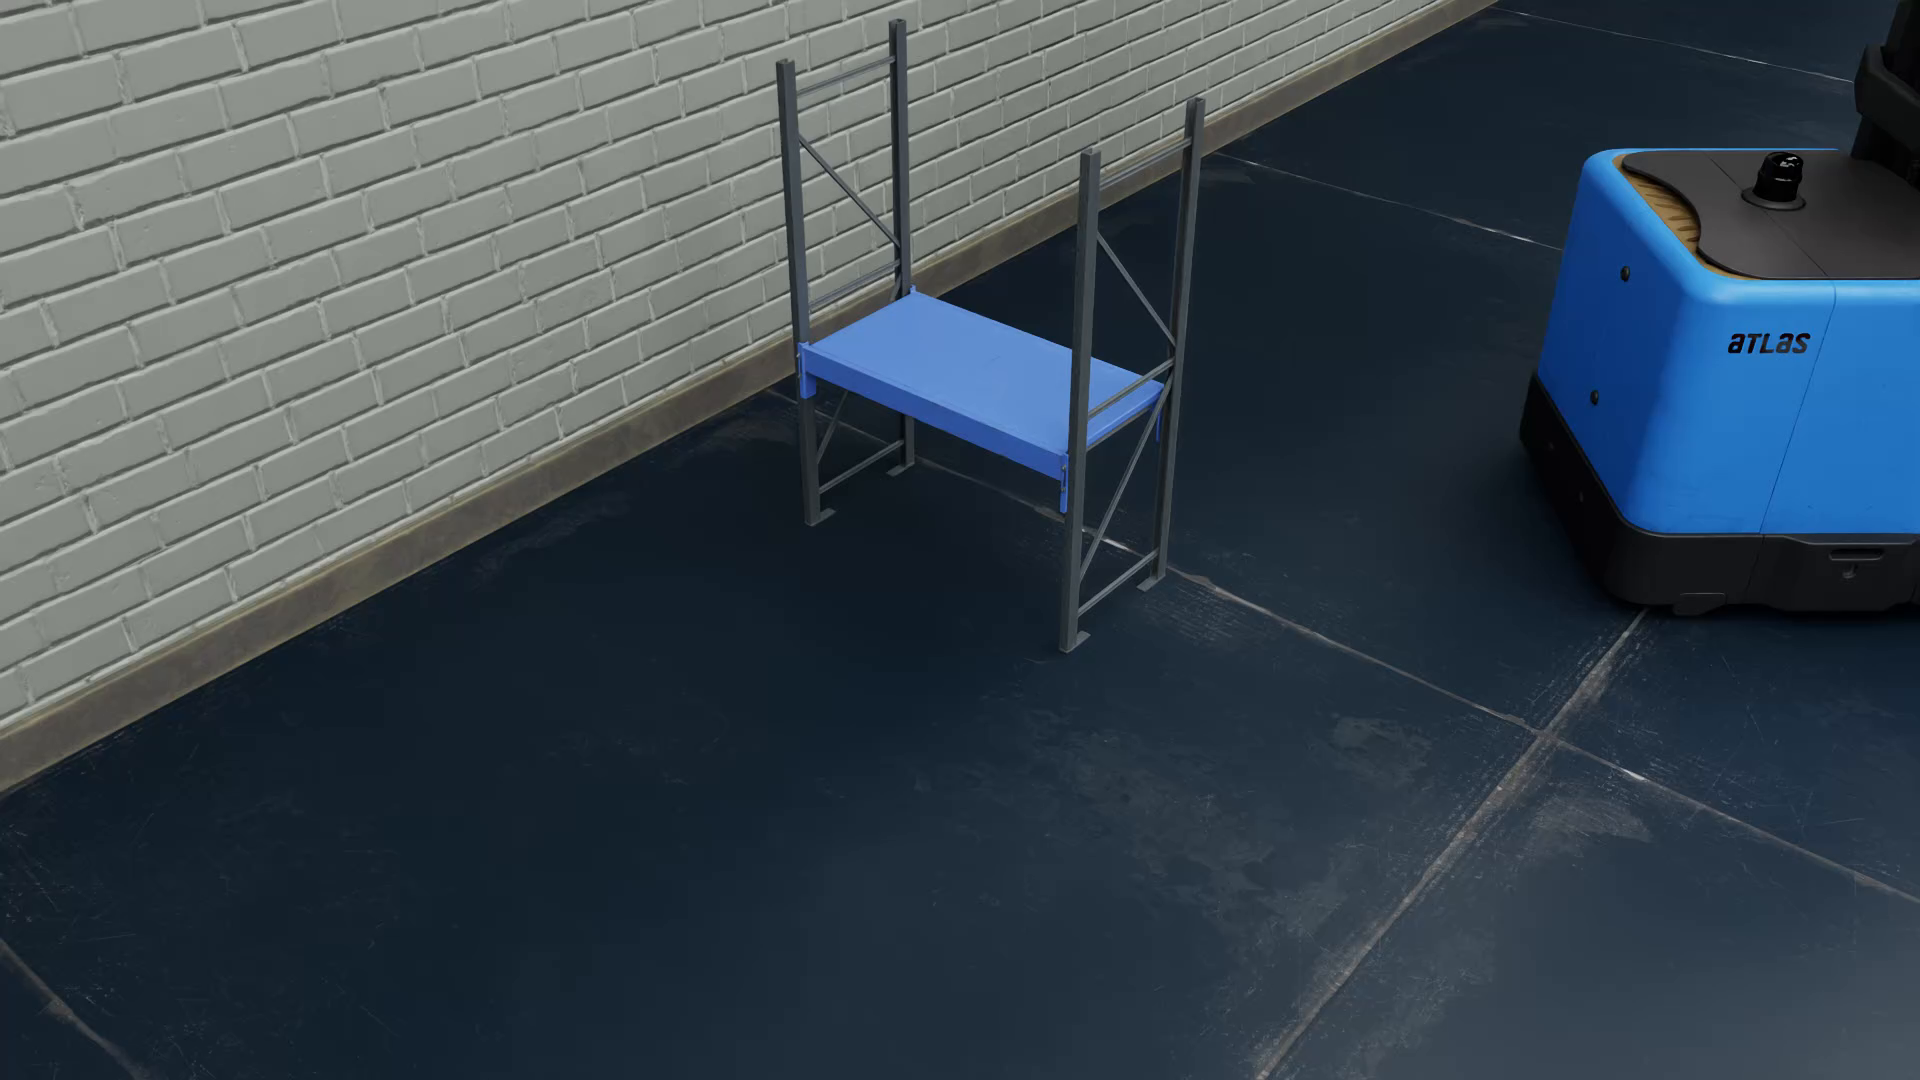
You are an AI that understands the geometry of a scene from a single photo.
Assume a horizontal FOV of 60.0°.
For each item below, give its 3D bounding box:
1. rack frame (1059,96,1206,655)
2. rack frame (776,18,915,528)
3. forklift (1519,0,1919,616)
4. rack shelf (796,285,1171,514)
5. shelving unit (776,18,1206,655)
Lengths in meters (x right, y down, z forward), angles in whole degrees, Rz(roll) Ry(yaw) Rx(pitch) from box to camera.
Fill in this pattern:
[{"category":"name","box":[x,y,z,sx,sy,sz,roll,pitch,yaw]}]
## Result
[{"category":"rack frame","box":[0.456,-0.403,4.512,0.032,1.500,0.500,25,42,32]},{"category":"rack frame","box":[-0.325,-0.771,5.049,0.032,1.500,0.500,25,42,32]},{"category":"forklift","box":[3.412,-1.264,4.501,3.031,2.935,1.130,0,34,0]},{"category":"rack shelf","box":[0.066,-0.439,4.882,1.000,0.185,0.538,25,42,32]},{"category":"shelving unit","box":[0.066,-0.587,4.780,1.048,1.500,0.538,25,42,32]}]
